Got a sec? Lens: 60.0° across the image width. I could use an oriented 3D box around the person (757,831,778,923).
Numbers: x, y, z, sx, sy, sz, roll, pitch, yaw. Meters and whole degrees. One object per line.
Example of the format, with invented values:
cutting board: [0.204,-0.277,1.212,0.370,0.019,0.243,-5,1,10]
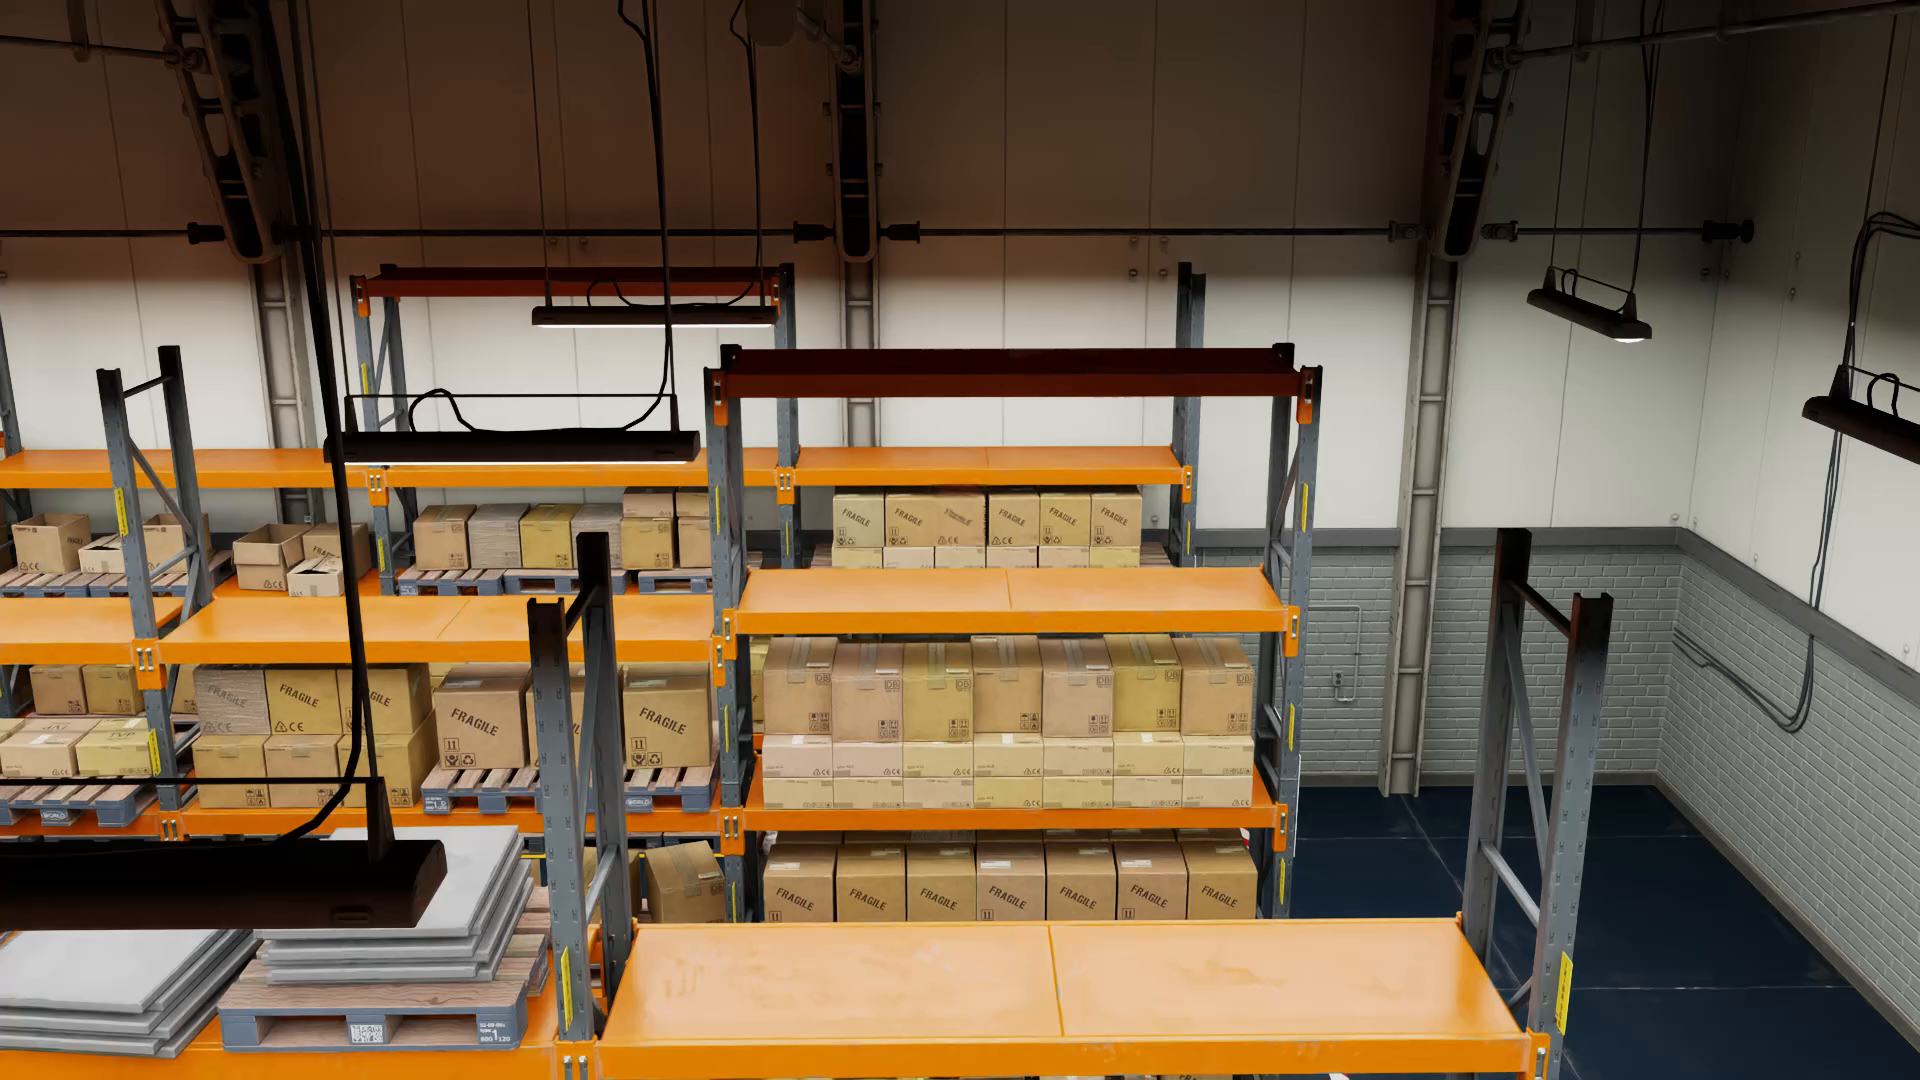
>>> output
person: [-1.697,2.916,15.643,0.636,1.647,0.504,4,17,14]
